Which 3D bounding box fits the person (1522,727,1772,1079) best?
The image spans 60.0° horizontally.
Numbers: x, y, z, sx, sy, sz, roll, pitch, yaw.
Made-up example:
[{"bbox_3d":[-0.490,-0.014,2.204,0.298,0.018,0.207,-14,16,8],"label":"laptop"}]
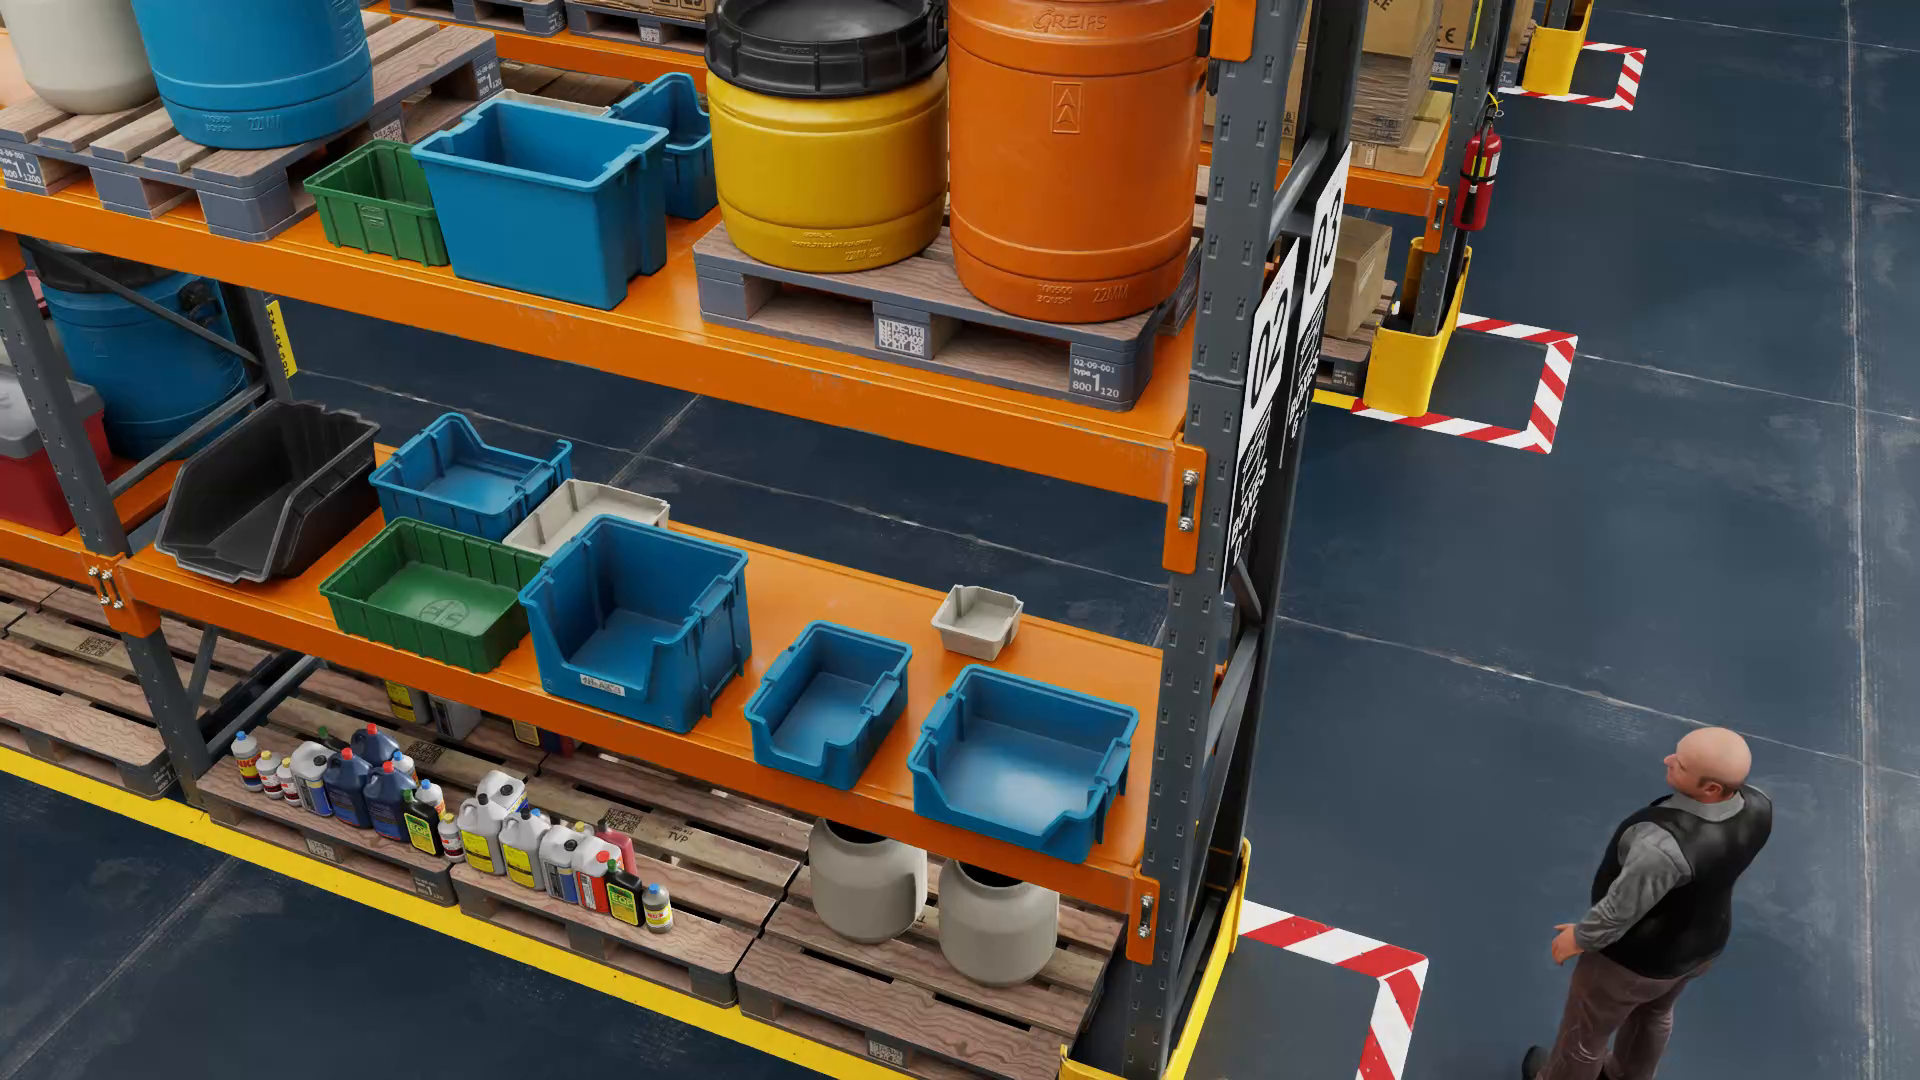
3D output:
[{"bbox_3d":[2.135,1.237,5.209,0.571,1.761,0.423,-19,41,-23],"label":"person"}]
